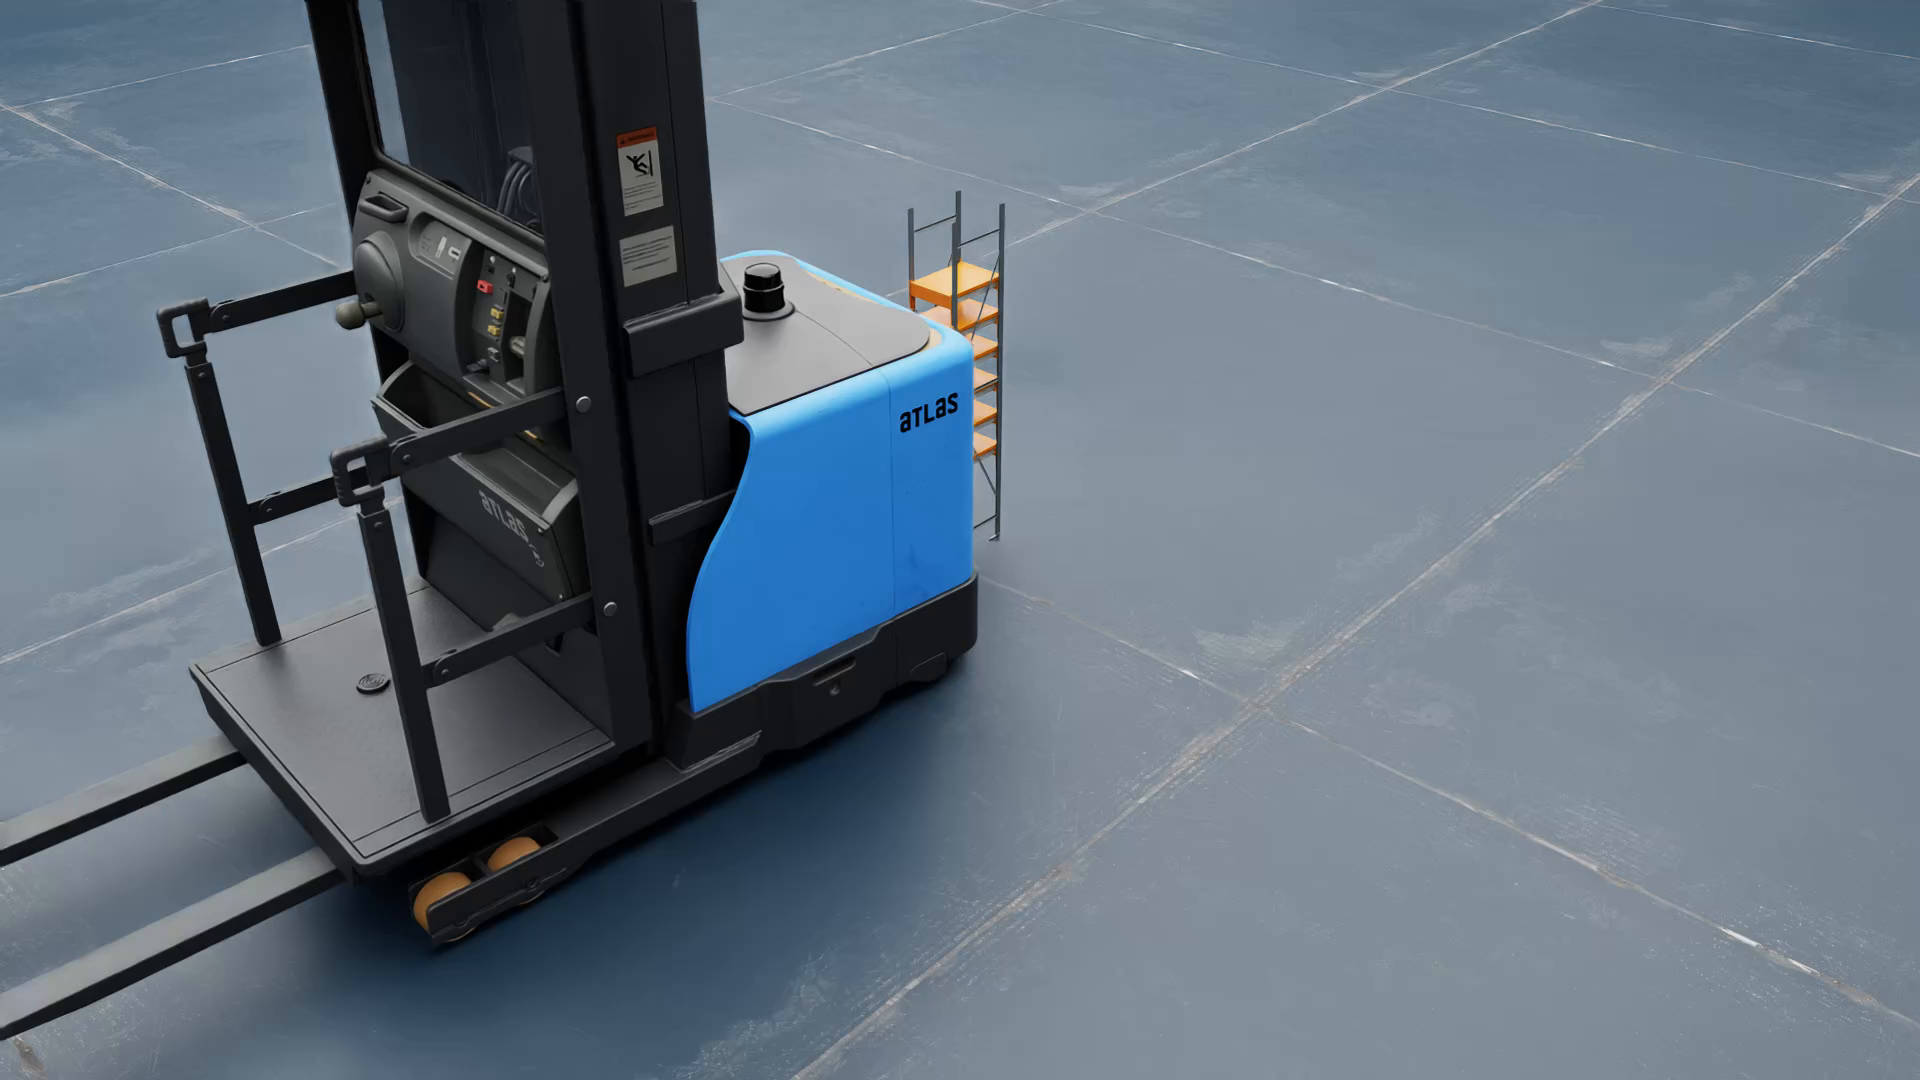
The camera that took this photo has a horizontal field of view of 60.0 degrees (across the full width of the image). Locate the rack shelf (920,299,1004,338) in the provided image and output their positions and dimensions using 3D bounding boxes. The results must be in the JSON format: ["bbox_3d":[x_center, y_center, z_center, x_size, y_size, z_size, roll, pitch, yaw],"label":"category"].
[{"bbox_3d":[-0.011,-0.687,5.348,0.180,0.103,0.258,25,39,35],"label":"rack shelf"}]

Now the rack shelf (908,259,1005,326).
[{"bbox_3d":[-0.011,-0.789,5.286,0.180,0.103,0.258,25,39,35],"label":"rack shelf"}]

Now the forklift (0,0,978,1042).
[{"bbox_3d":[-1.380,-0.571,3.857,3.031,2.935,1.130,-25,39,-35],"label":"forklift"}]

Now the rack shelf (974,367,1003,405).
[{"bbox_3d":[-0.011,-0.481,5.472,0.180,0.103,0.258,25,39,35],"label":"rack shelf"}]

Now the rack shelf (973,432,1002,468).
[{"bbox_3d":[-0.011,-0.275,5.596,0.180,0.103,0.258,25,39,35],"label":"rack shelf"}]

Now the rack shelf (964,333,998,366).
[{"bbox_3d":[-0.011,-0.584,5.410,0.180,0.103,0.258,25,39,35],"label":"rack shelf"}]

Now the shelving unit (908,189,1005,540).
[{"bbox_3d":[-0.011,-0.519,5.449,0.189,1.200,0.258,25,39,35],"label":"shelving unit"}]

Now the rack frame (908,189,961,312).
[{"bbox_3d":[-0.079,-0.551,5.501,0.006,1.200,0.240,25,39,35],"label":"rack frame"}]

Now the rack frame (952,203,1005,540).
[{"bbox_3d":[0.057,-0.487,5.396,0.006,1.200,0.240,25,39,35],"label":"rack frame"}]

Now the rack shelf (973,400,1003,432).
[{"bbox_3d":[-0.011,-0.378,5.534,0.180,0.103,0.258,25,39,35],"label":"rack shelf"}]
